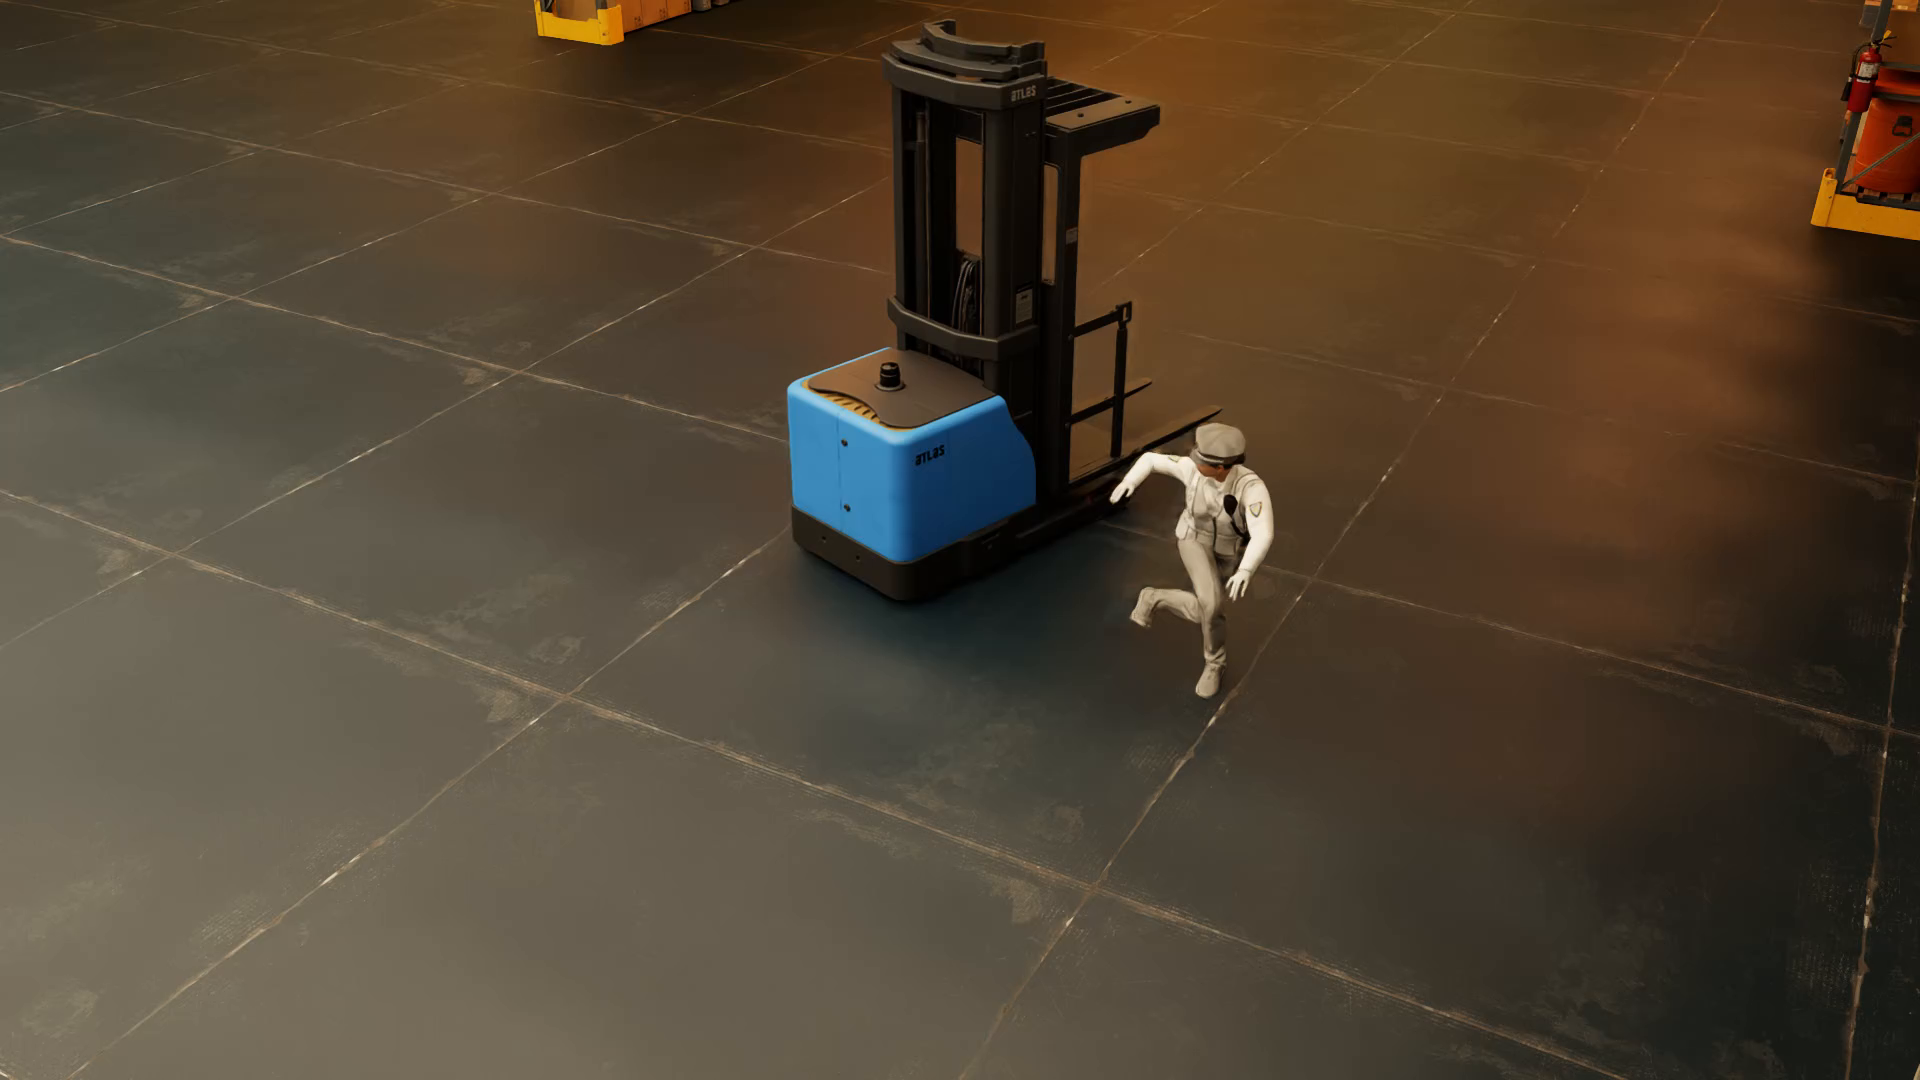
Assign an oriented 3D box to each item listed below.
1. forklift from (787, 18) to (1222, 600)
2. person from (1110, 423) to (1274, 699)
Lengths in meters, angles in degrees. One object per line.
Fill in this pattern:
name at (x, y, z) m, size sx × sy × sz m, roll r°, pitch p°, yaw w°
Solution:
forklift at (0.421, -1.557, 9.769) m, size 3.031 × 2.935 × 1.130 m, roll -25°, pitch 38°, yaw -37°
person at (1.145, 0.103, 8.438) m, size 0.791 × 1.437 × 1.065 m, roll 0°, pitch 30°, yaw 0°
